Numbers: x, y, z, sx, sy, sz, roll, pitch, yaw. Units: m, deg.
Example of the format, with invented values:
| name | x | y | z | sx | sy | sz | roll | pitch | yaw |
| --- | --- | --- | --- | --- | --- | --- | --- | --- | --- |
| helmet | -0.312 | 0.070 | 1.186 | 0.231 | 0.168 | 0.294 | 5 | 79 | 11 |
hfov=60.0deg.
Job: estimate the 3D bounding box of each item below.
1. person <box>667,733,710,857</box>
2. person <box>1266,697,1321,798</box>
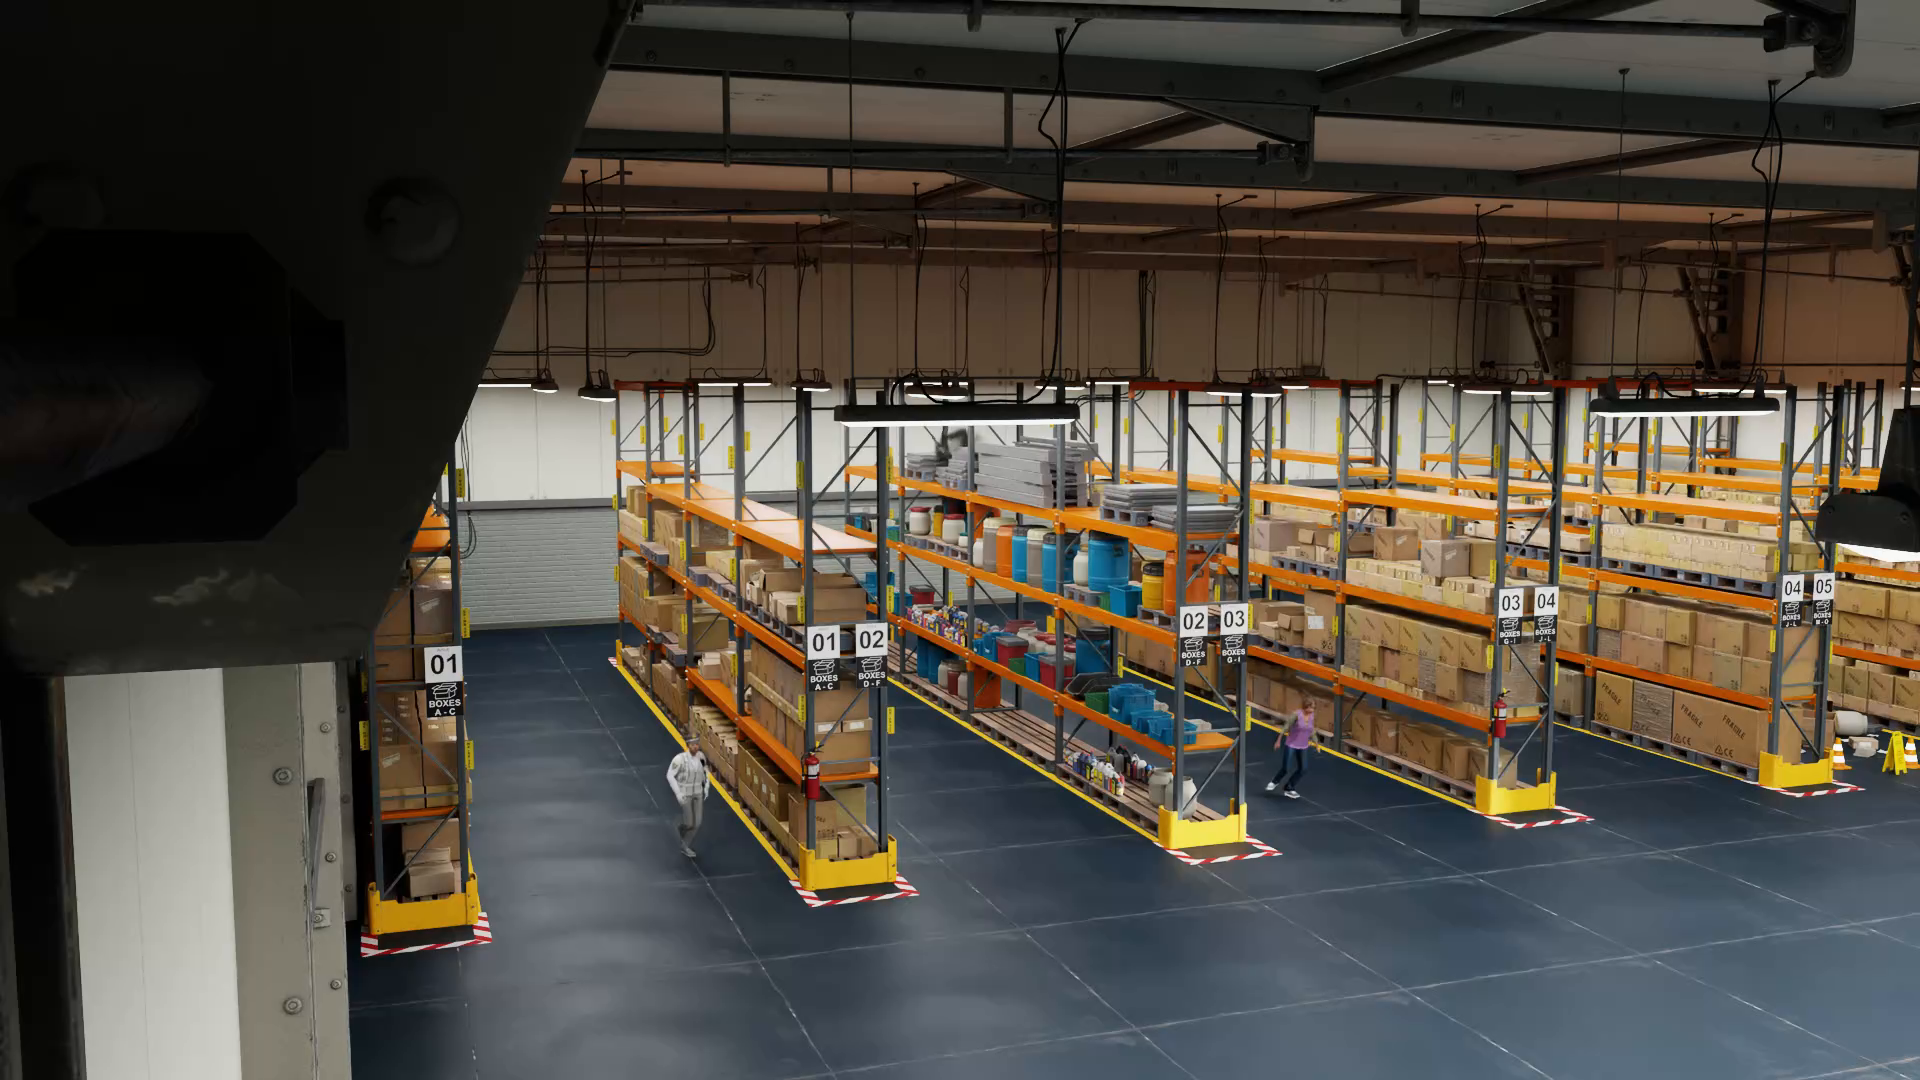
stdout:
| name | x | y | z | sx | sy | sz | roll | pitch | yaw |
| --- | --- | --- | --- | --- | --- | --- | --- | --- | --- |
| person | -3.521 | 3.260 | 21.493 | 0.616 | 1.633 | 0.521 | -4 | 7 | -33 |
| person | 4.873 | 3.009 | 24.258 | 0.685 | 1.518 | 0.609 | -2 | 6 | -20 |
